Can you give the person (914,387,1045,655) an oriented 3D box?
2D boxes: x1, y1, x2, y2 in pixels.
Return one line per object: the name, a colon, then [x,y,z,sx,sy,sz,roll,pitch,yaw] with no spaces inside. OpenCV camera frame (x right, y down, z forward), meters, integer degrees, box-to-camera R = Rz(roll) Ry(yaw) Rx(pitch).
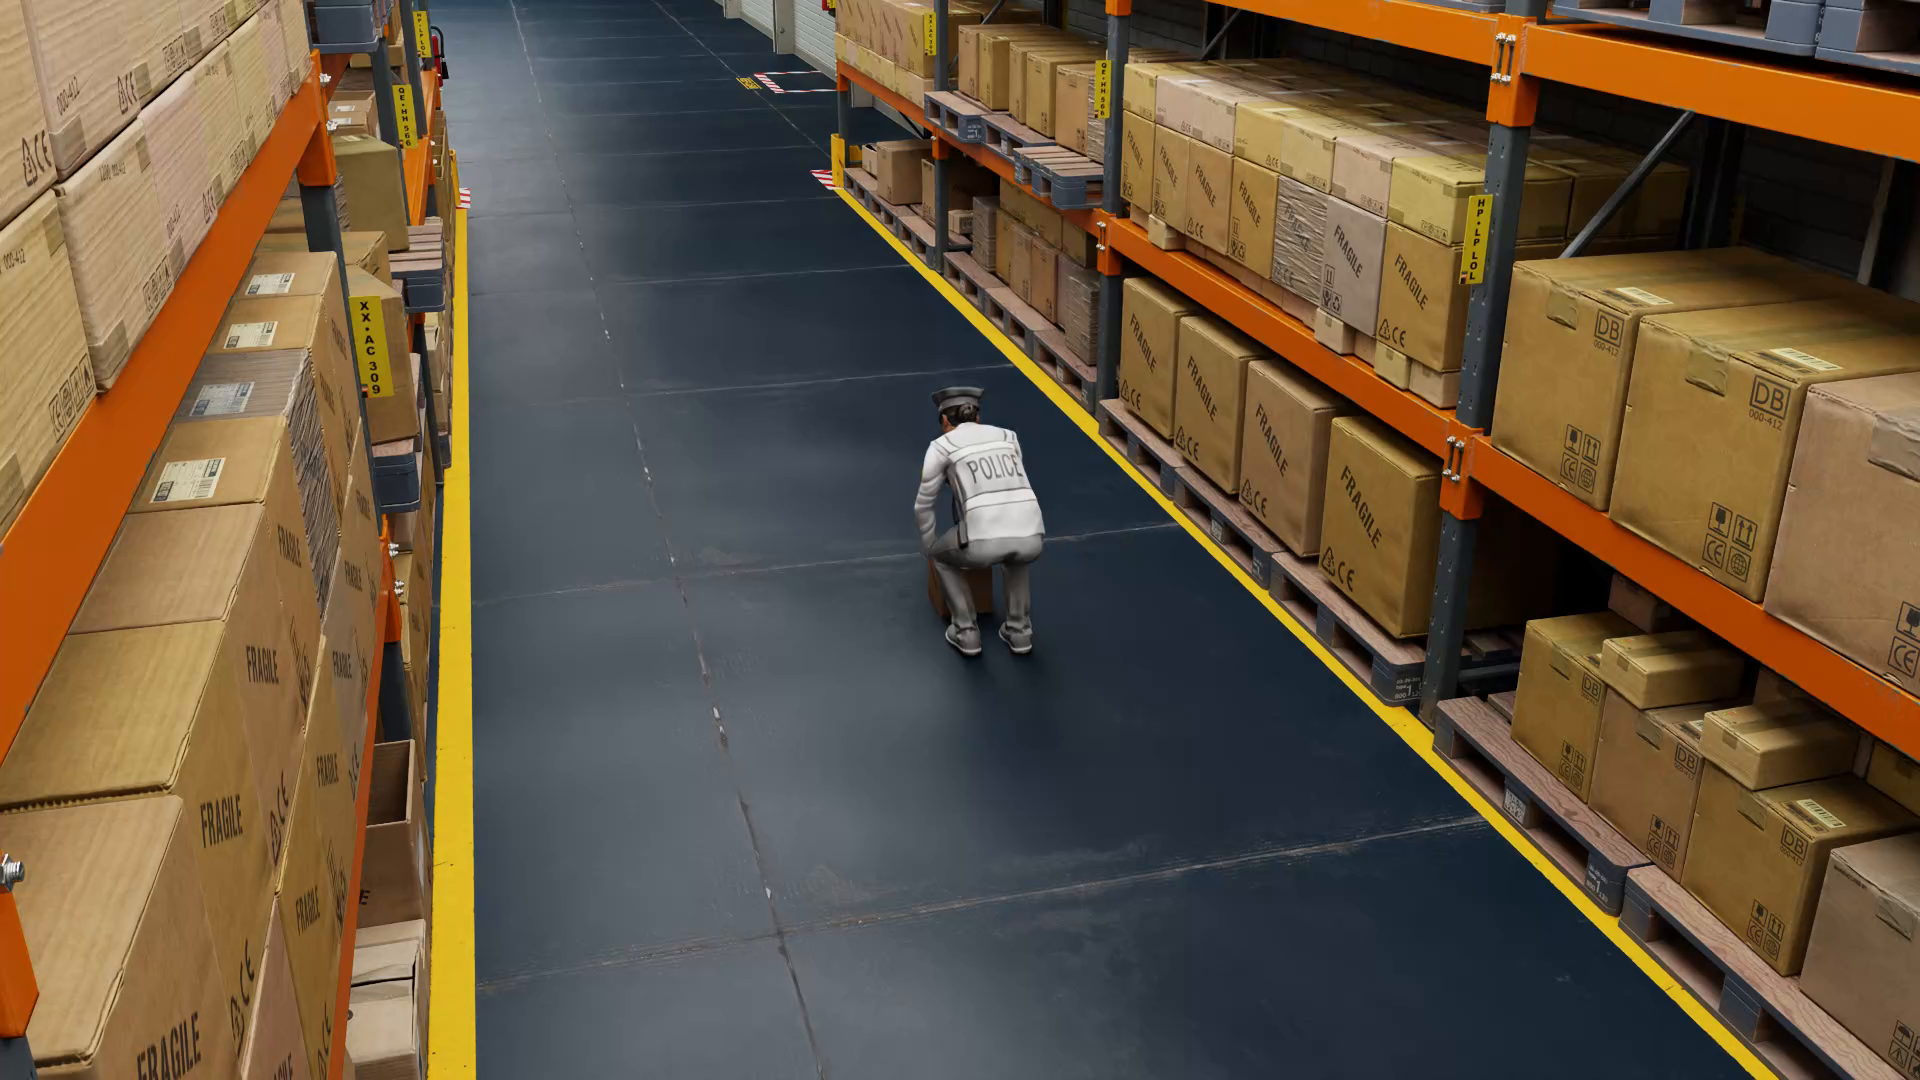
person: [0.076,-0.075,7.431,0.518,1.154,0.804,-6,24,-14]
